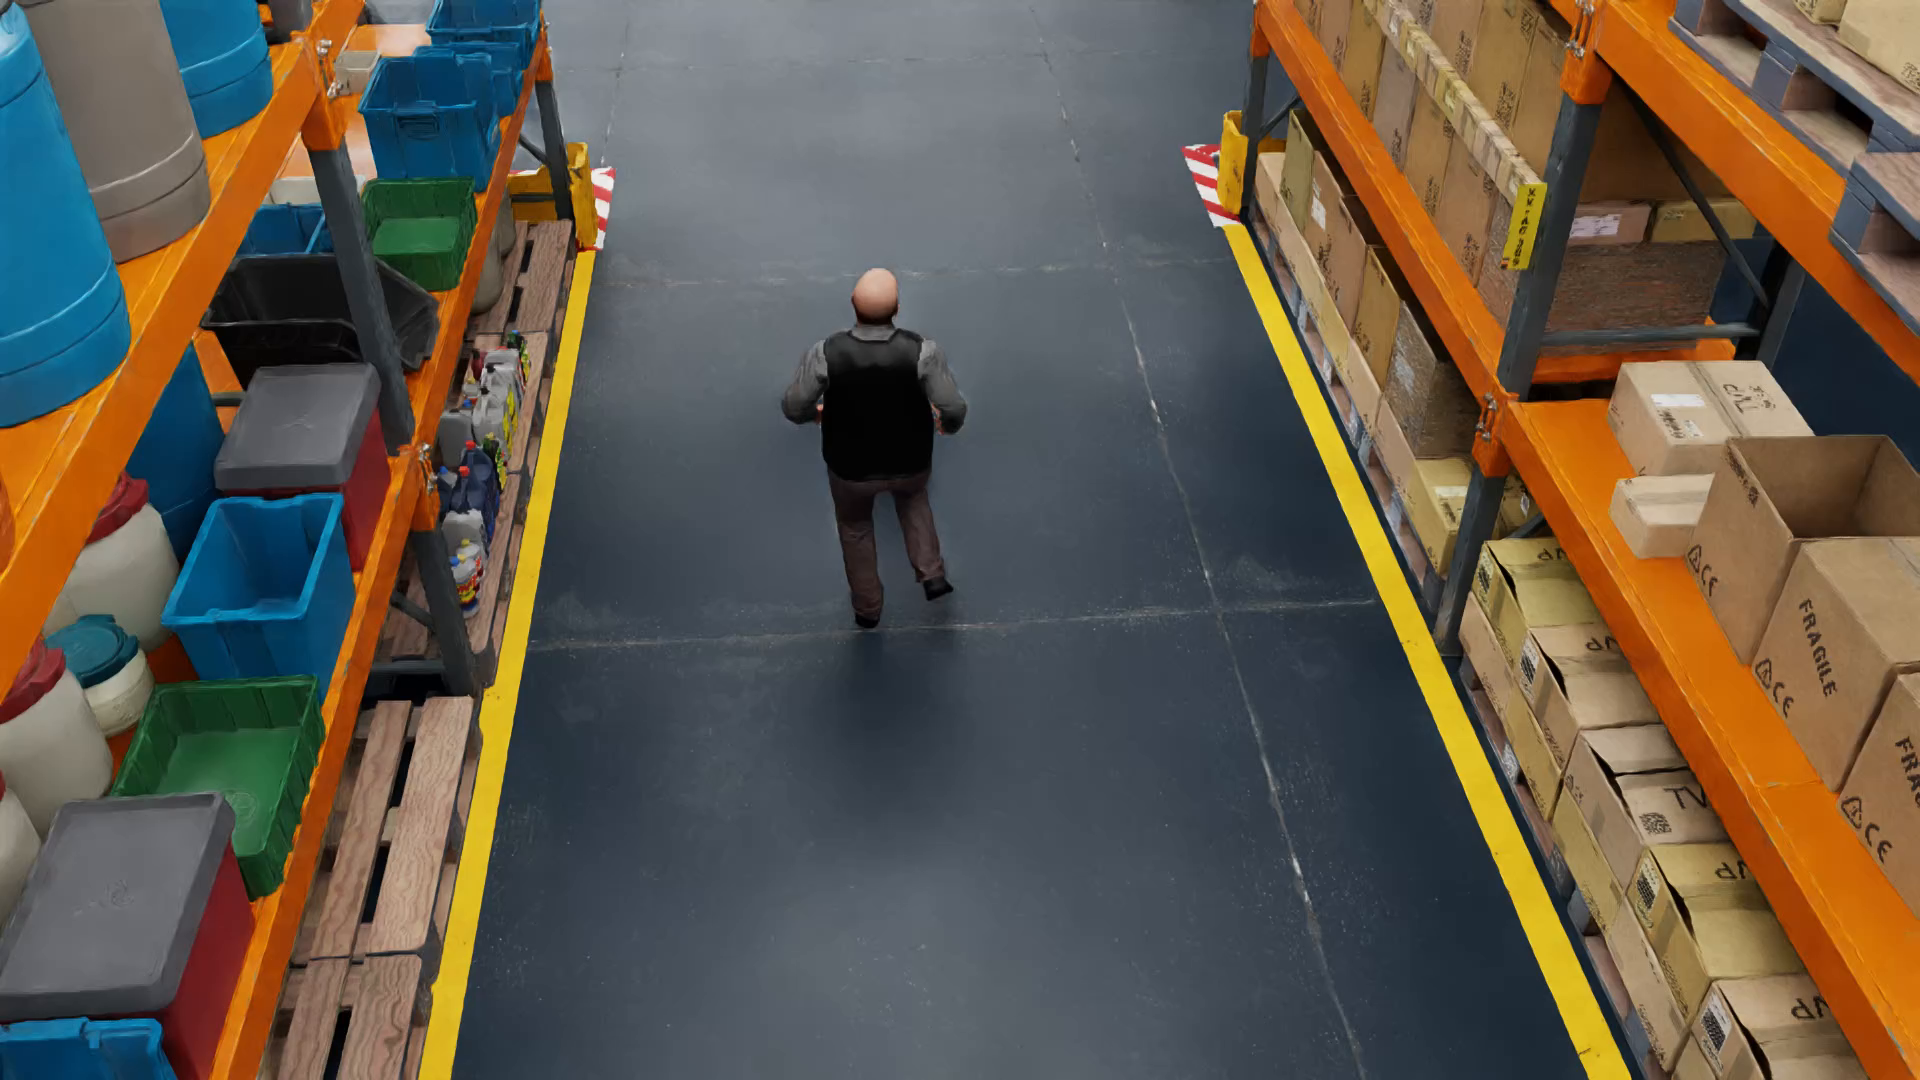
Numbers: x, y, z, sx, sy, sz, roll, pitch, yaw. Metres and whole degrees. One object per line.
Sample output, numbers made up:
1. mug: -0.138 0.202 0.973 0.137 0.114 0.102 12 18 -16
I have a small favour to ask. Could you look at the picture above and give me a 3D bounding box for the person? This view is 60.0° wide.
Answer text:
1. person: -0.352 -0.365 6.658 0.701 1.691 0.509 -7 39 -9
